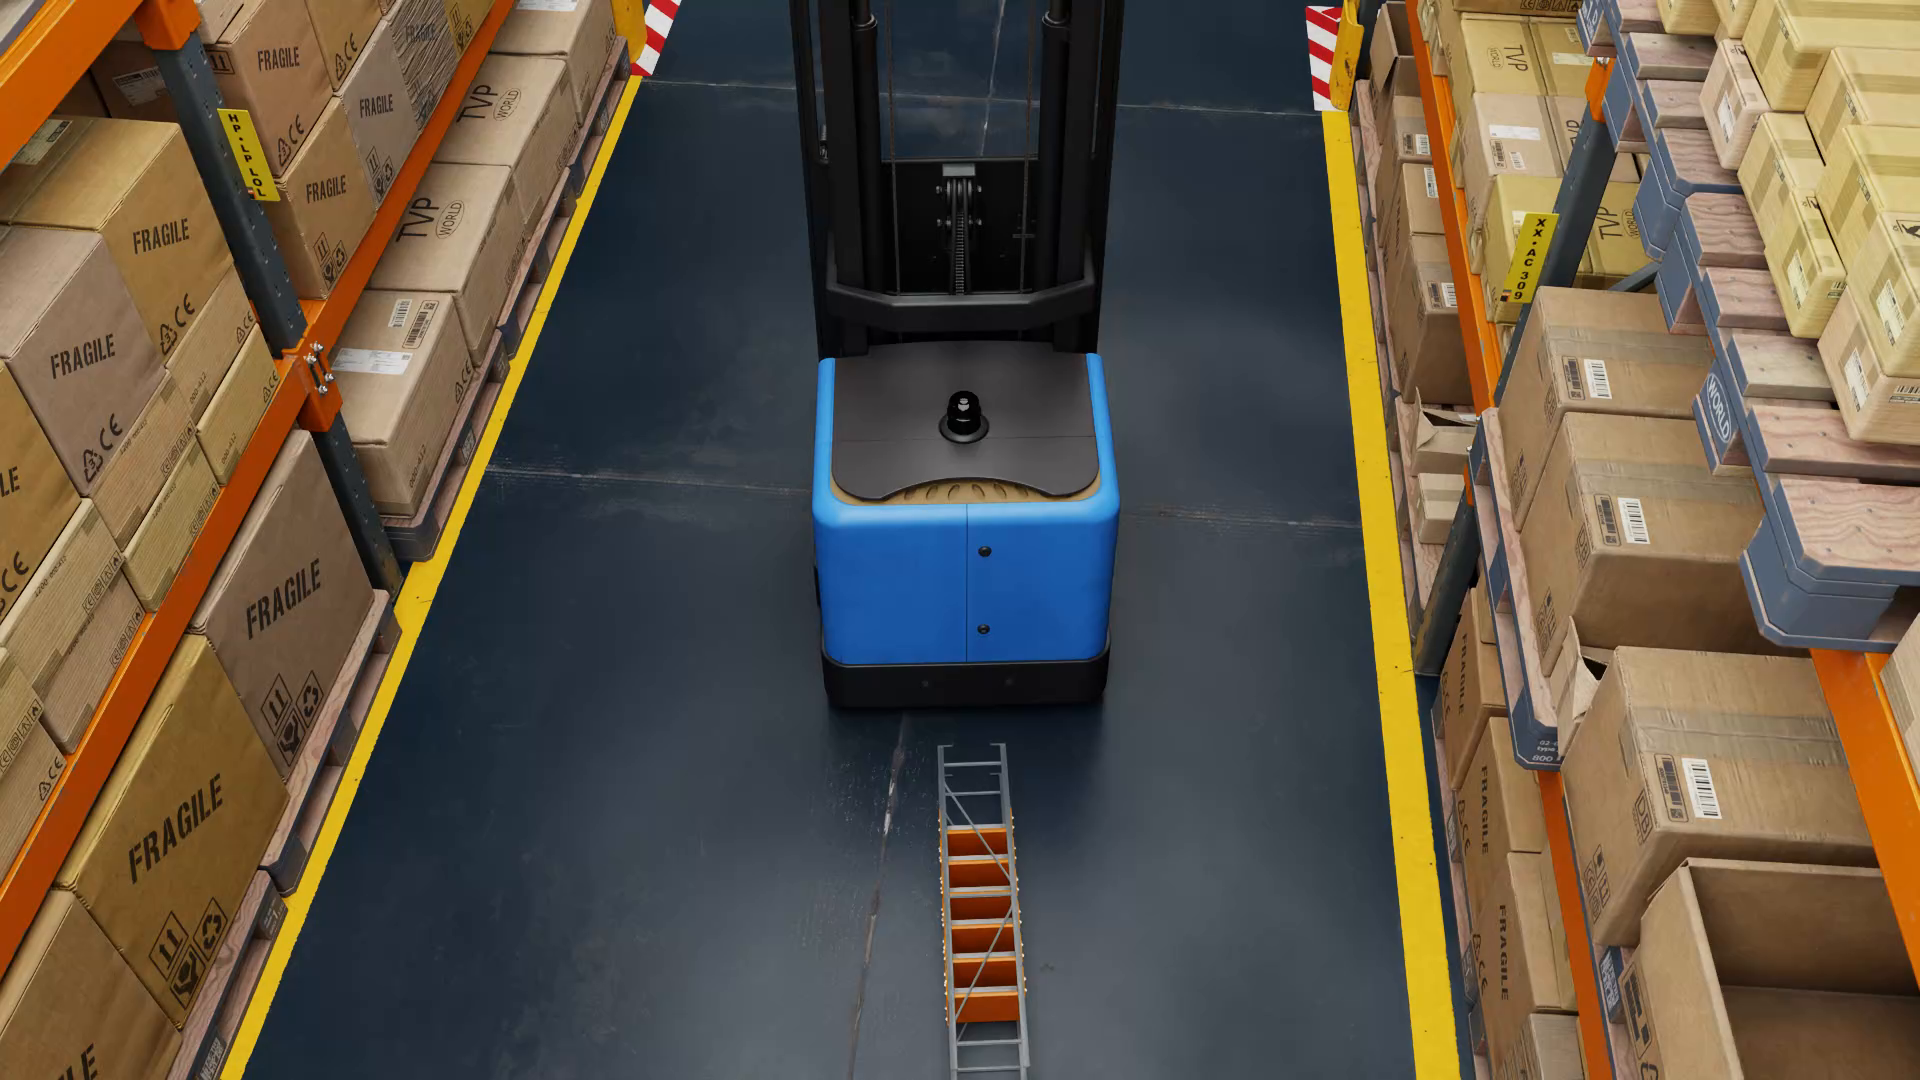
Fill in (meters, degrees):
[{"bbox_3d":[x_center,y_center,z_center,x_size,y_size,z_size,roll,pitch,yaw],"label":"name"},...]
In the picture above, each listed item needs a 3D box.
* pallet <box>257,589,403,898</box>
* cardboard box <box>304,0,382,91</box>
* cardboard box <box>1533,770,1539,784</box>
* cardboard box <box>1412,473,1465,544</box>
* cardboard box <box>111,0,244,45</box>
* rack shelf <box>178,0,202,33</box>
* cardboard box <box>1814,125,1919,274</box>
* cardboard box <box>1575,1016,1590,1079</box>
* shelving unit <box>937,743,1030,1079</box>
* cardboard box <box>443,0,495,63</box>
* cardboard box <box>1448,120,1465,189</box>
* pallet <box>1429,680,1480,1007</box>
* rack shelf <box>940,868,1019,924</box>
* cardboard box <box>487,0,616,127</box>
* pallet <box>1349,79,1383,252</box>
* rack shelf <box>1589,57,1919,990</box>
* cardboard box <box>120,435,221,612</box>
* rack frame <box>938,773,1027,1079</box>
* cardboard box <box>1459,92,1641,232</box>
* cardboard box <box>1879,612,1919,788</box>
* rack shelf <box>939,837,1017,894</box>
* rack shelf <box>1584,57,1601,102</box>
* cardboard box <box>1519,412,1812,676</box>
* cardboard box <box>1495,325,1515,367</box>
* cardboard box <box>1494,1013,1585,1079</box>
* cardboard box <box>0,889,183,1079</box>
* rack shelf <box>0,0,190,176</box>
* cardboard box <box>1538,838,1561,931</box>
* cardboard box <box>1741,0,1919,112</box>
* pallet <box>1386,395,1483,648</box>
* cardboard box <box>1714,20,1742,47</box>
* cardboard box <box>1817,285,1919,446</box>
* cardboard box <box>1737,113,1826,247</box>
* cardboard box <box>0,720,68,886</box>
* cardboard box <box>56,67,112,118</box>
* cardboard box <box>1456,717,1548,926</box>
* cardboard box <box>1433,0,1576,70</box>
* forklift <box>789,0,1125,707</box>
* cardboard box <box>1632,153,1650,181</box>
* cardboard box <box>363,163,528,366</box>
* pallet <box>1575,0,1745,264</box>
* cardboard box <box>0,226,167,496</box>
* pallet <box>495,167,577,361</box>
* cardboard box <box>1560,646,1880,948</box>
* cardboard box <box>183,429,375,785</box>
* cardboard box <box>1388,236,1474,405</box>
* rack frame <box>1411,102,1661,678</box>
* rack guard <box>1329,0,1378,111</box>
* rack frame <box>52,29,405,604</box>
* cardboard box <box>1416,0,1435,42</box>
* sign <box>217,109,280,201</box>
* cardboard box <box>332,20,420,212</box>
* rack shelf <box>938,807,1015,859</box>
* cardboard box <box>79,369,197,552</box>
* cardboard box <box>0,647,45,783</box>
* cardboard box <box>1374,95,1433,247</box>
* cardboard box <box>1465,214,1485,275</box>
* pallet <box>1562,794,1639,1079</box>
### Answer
[{"bbox_3d":[-2.713,0.673,6.017,1.003,0.211,1.213,4,48,4],"label":"pallet"},{"bbox_3d":[-2.381,-1.915,5.750,0.500,0.500,0.500,3,48,3],"label":"cardboard box"},{"bbox_3d":[1.968,0.618,5.148,0.380,0.149,0.250,2,48,2],"label":"cardboard box"},{"bbox_3d":[1.984,-0.117,6.498,0.380,0.149,0.250,3,48,2],"label":"cardboard box"},{"bbox_3d":[-2.430,-1.644,5.062,0.380,0.149,0.250,3,48,3],"label":"cardboard box"},{"bbox_3d":[-2.535,-3.079,6.014,1.077,0.370,4.000,4,48,4],"label":"rack shelf"},{"bbox_3d":[1.713,-0.571,2.849,0.380,0.149,0.250,4,48,4],"label":"cardboard box"},{"bbox_3d":[1.876,1.384,4.447,0.380,0.149,0.250,4,48,4],"label":"cardboard box"},{"bbox_3d":[0.067,1.225,5.524,0.258,0.189,1.200,-2,48,-2],"label":"shelving unit"},{"bbox_3d":[-2.265,-2.314,6.792,0.500,0.500,0.500,5,48,5],"label":"cardboard box"},{"bbox_3d":[2.051,-1.441,6.231,0.380,0.149,0.250,3,48,3],"label":"cardboard box"},{"bbox_3d":[2.189,1.033,5.688,1.003,0.211,1.213,4,48,4],"label":"pallet"},{"bbox_3d":[0.065,1.192,5.554,0.258,0.180,0.103,-2,48,-2],"label":"rack shelf"},{"bbox_3d":[-2.314,-2.564,8.540,0.875,0.438,0.875,2,48,2],"label":"cardboard box"},{"bbox_3d":[2.512,-1.865,8.339,1.003,0.211,1.213,4,48,4],"label":"pallet"},{"bbox_3d":[2.043,0.191,3.023,1.077,0.370,4.000,4,48,4],"label":"rack shelf"},{"bbox_3d":[-2.555,-0.068,4.907,0.500,0.250,0.500,3,48,3],"label":"cardboard box"},{"bbox_3d":[0.067,1.287,5.592,0.240,0.006,1.200,-2,48,-2],"label":"rack frame"},{"bbox_3d":[2.060,-1.318,5.849,0.500,0.250,0.500,4,48,4],"label":"cardboard box"},{"bbox_3d":[1.757,0.338,2.503,0.500,0.250,0.500,4,48,4],"label":"cardboard box"},{"bbox_3d":[0.060,1.104,5.635,0.258,0.180,0.103,-2,48,-2],"label":"rack shelf"},{"bbox_3d":[2.408,-2.748,5.711,1.077,0.370,4.000,4,48,4],"label":"rack shelf"},{"bbox_3d":[1.912,0.037,4.357,0.700,0.500,0.500,4,48,4],"label":"cardboard box"},{"bbox_3d":[2.003,-0.675,5.531,0.380,0.149,0.250,4,48,4],"label":"cardboard box"},{"bbox_3d":[1.815,1.673,4.623,0.500,0.500,0.500,2,48,2],"label":"cardboard box"},{"bbox_3d":[-2.851,1.518,4.510,0.875,0.875,0.875,4,48,4],"label":"cardboard box"},{"bbox_3d":[-2.900,-0.140,3.326,1.077,0.370,4.000,4,48,4],"label":"rack shelf"},{"bbox_3d":[1.896,1.002,4.797,0.380,0.149,0.250,4,48,3],"label":"cardboard box"},{"bbox_3d":[1.746,-0.947,3.193,0.380,0.149,0.250,3,48,3],"label":"cardboard box"},{"bbox_3d":[2.289,-0.072,6.699,1.003,0.211,1.213,4,48,4],"label":"pallet"},{"bbox_3d":[1.819,-1.038,3.478,0.380,0.149,0.250,4,48,4],"label":"cardboard box"},{"bbox_3d":[1.688,-0.288,2.791,0.380,0.149,0.250,5,48,4],"label":"cardboard box"},{"bbox_3d":[1.712,-0.668,3.139,0.380,0.149,0.250,3,48,3],"label":"cardboard box"},{"bbox_3d":[-2.663,0.681,4.222,0.500,0.250,0.500,4,48,4],"label":"cardboard box"},{"bbox_3d":[-2.950,-1.576,5.439,0.500,0.500,0.500,4,48,3],"label":"cardboard box"},{"bbox_3d":[1.919,0.925,5.306,0.500,0.500,0.500,3,48,3],"label":"cardboard box"},{"bbox_3d":[2.167,-2.062,6.529,0.500,0.250,0.500,3,48,3],"label":"cardboard box"},{"bbox_3d":[-0.017,-1.450,6.116,1.130,2.935,3.031,-1,48,-1],"label":"forklift"},{"bbox_3d":[2.578,-1.273,5.808,0.500,0.250,0.500,3,48,3],"label":"cardboard box"},{"bbox_3d":[-2.473,-1.229,7.319,0.875,0.438,0.875,3,48,2],"label":"cardboard box"},{"bbox_3d":[2.096,-0.983,3.737,1.213,0.211,1.003,4,48,4],"label":"pallet"},{"bbox_3d":[-2.548,-0.485,4.441,0.500,0.500,0.500,5,48,4],"label":"cardboard box"},{"bbox_3d":[-2.462,-1.351,7.869,1.003,0.211,1.213,4,48,4],"label":"pallet"},{"bbox_3d":[1.840,0.614,3.830,0.700,0.500,0.500,4,48,3],"label":"cardboard box"},{"bbox_3d":[-2.695,0.197,5.719,0.875,0.875,0.875,5,48,5],"label":"cardboard box"},{"bbox_3d":[2.229,-0.915,6.989,0.700,0.500,0.500,2,48,2],"label":"cardboard box"},{"bbox_3d":[2.226,-0.509,5.208,1.000,3.000,0.127,4,48,4],"label":"rack frame"},{"bbox_3d":[2.583,-2.549,8.768,1.175,0.500,0.348,4,48,4],"label":"rack guard"},{"bbox_3d":[-2.718,-0.840,5.511,1.000,3.000,0.127,4,48,4],"label":"rack frame"},{"bbox_3d":[2.120,-2.197,6.923,0.380,0.149,0.250,3,48,2],"label":"cardboard box"},{"bbox_3d":[-2.176,-1.174,5.086,0.100,0.325,0.005,4,48,4],"label":"sign"},{"bbox_3d":[-2.364,-1.570,6.112,0.500,0.500,0.500,4,48,4],"label":"cardboard box"},{"bbox_3d":[0.054,1.015,5.716,0.258,0.180,0.103,-2,48,-2],"label":"rack shelf"},{"bbox_3d":[-2.554,-0.250,4.734,0.500,0.250,0.500,5,48,4],"label":"cardboard box"},{"bbox_3d":[-2.625,0.509,4.041,0.500,0.250,0.500,5,48,4],"label":"cardboard box"},{"bbox_3d":[2.323,-1.678,7.687,0.700,0.500,0.500,6,48,5],"label":"cardboard box"},{"bbox_3d":[2.005,-1.061,5.883,0.380,0.149,0.250,5,48,5],"label":"cardboard box"},{"bbox_3d":[2.034,1.066,3.898,1.003,0.211,1.213,4,48,4],"label":"pallet"}]
